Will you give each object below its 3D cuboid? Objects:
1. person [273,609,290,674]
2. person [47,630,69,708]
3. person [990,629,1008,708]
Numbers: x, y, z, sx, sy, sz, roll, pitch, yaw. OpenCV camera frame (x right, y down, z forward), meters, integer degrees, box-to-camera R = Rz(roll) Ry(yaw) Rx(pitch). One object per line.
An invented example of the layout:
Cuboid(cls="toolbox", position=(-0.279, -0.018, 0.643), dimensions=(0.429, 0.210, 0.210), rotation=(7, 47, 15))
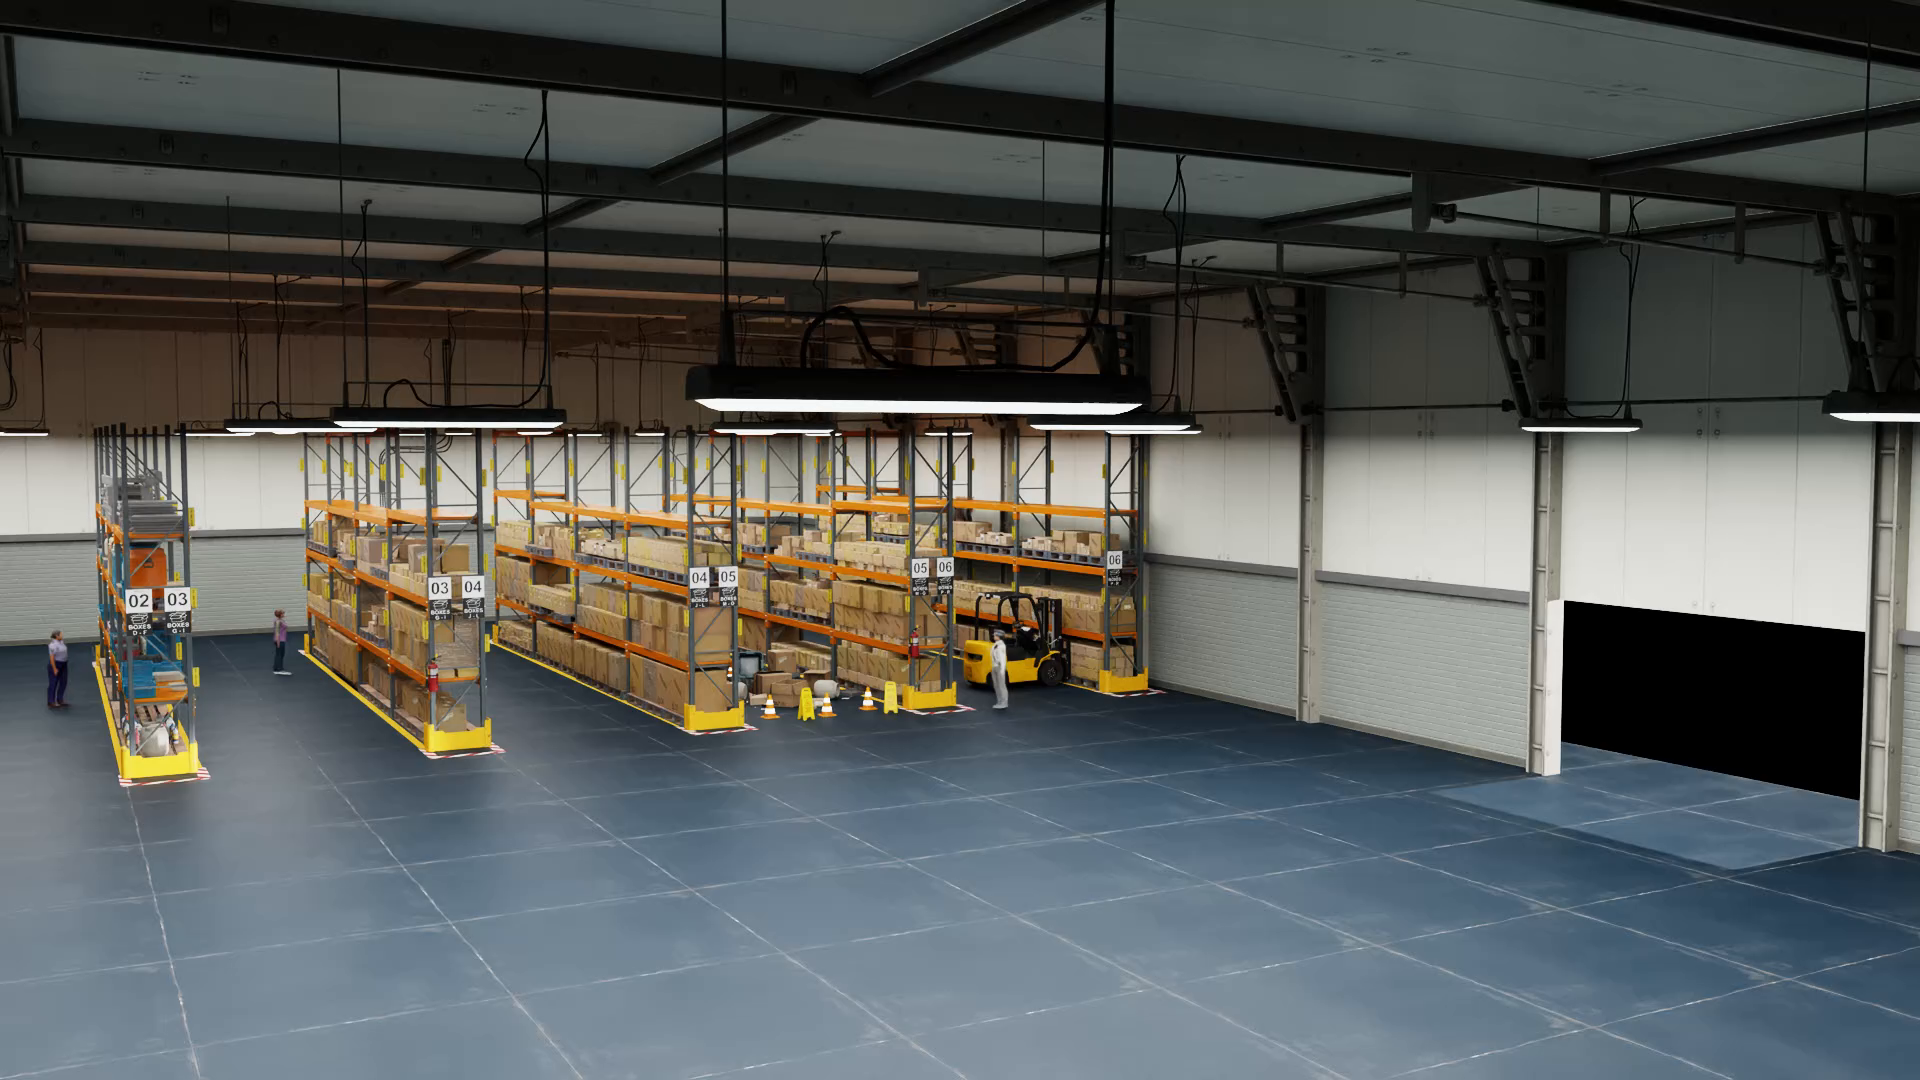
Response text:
Cuboid(cls="person", position=(-16.550, 2.472, 40.514), dimensions=(0.372, 1.608, 0.430), rotation=(-2, 4, -29))
Cuboid(cls="person", position=(-19.330, 2.743, 35.650), dimensions=(0.379, 1.663, 0.517), rotation=(0, 3, 7))
Cuboid(cls="person", position=(0.823, 2.750, 35.392), dimensions=(0.373, 1.722, 0.578), rotation=(-2, 4, -24))
